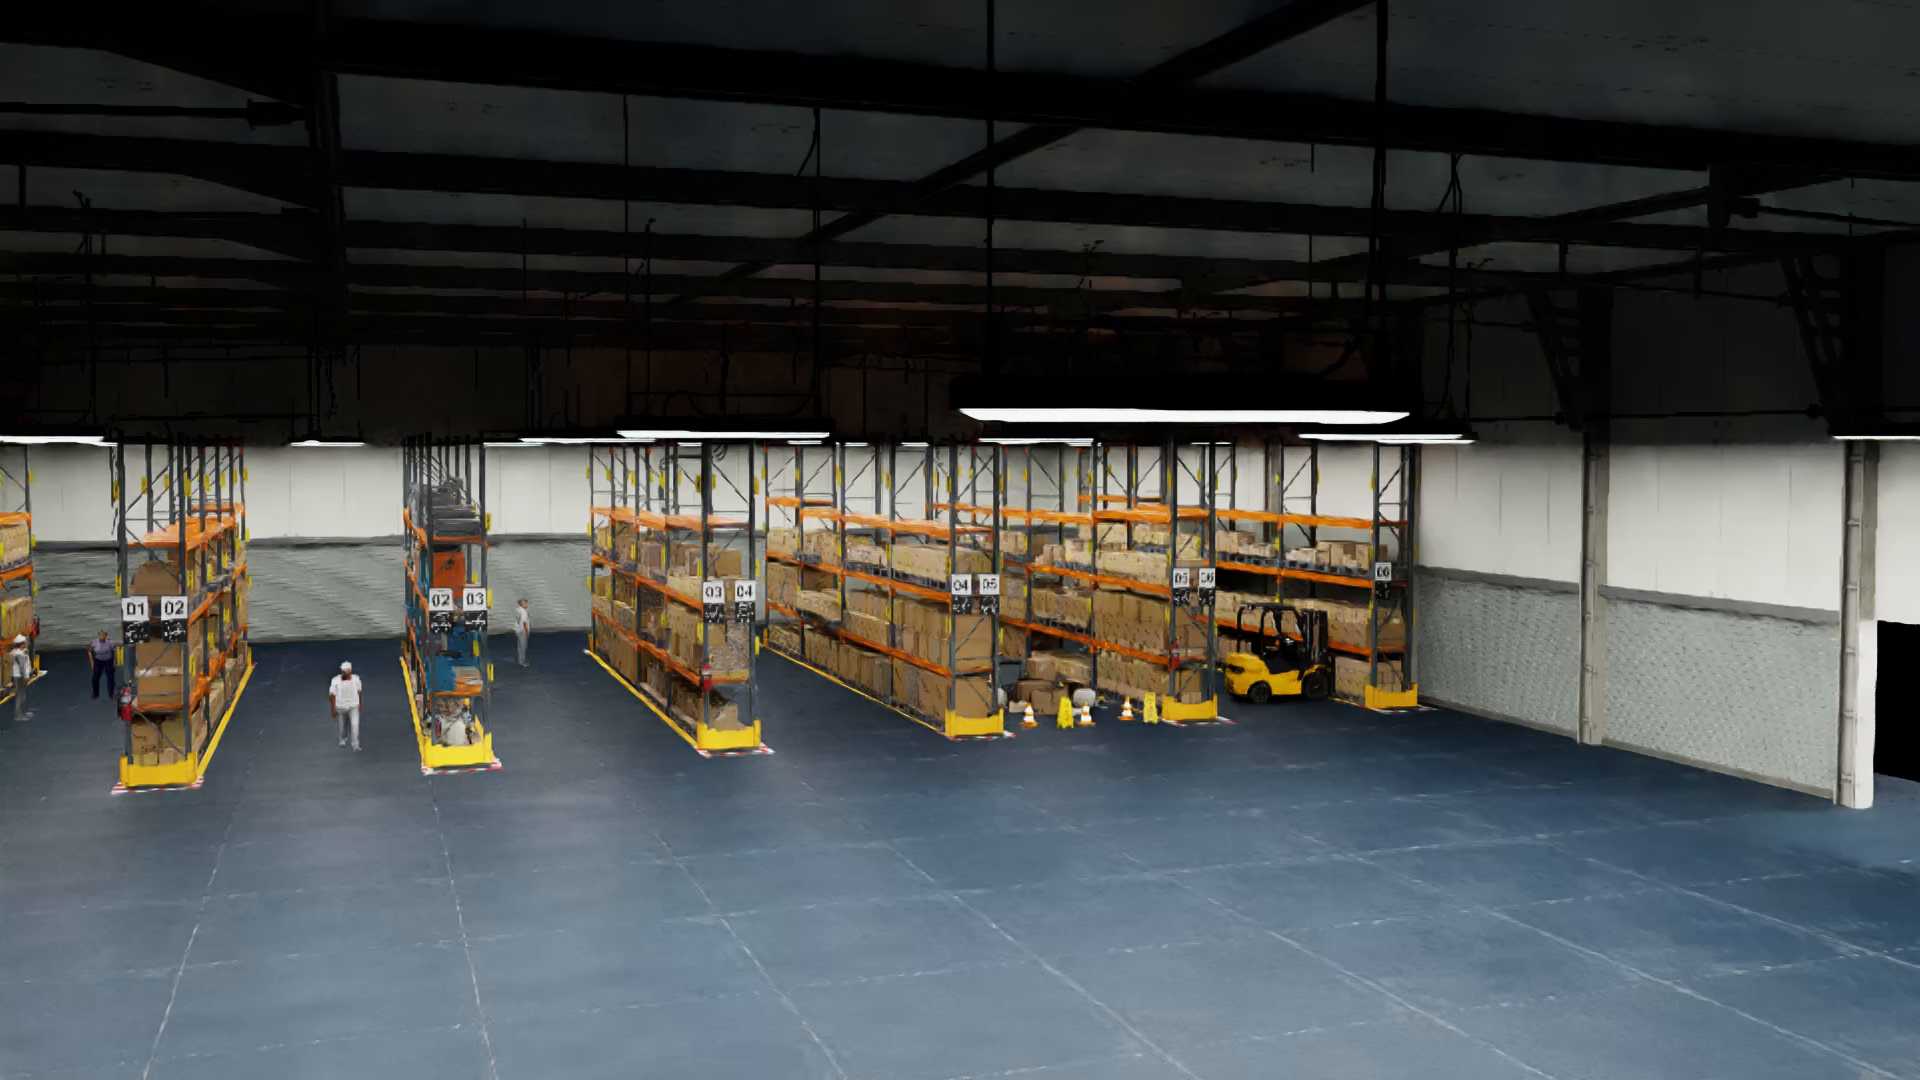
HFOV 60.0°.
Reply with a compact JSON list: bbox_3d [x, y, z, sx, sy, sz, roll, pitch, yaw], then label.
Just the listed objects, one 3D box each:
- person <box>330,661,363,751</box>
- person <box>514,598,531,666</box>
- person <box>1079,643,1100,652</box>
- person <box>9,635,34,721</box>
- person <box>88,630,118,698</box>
[{"bbox_3d":[-11.589,3.119,31.404,0.582,1.686,1.113,-1,3,-22],"label":"person"},{"bbox_3d":[-11.493,2.402,43.759,0.420,1.762,0.654,-2,4,-35],"label":"person"},{"bbox_3d":[3.640,2.270,46.580,0.594,1.715,0.667,0,3,3],"label":"person"},{"bbox_3d":[-19.691,2.879,34.940,0.466,1.777,0.595,-3,4,-42],"label":"person"},{"bbox_3d":[-19.559,2.830,37.958,0.610,1.596,0.510,-1,3,-21],"label":"person"}]
